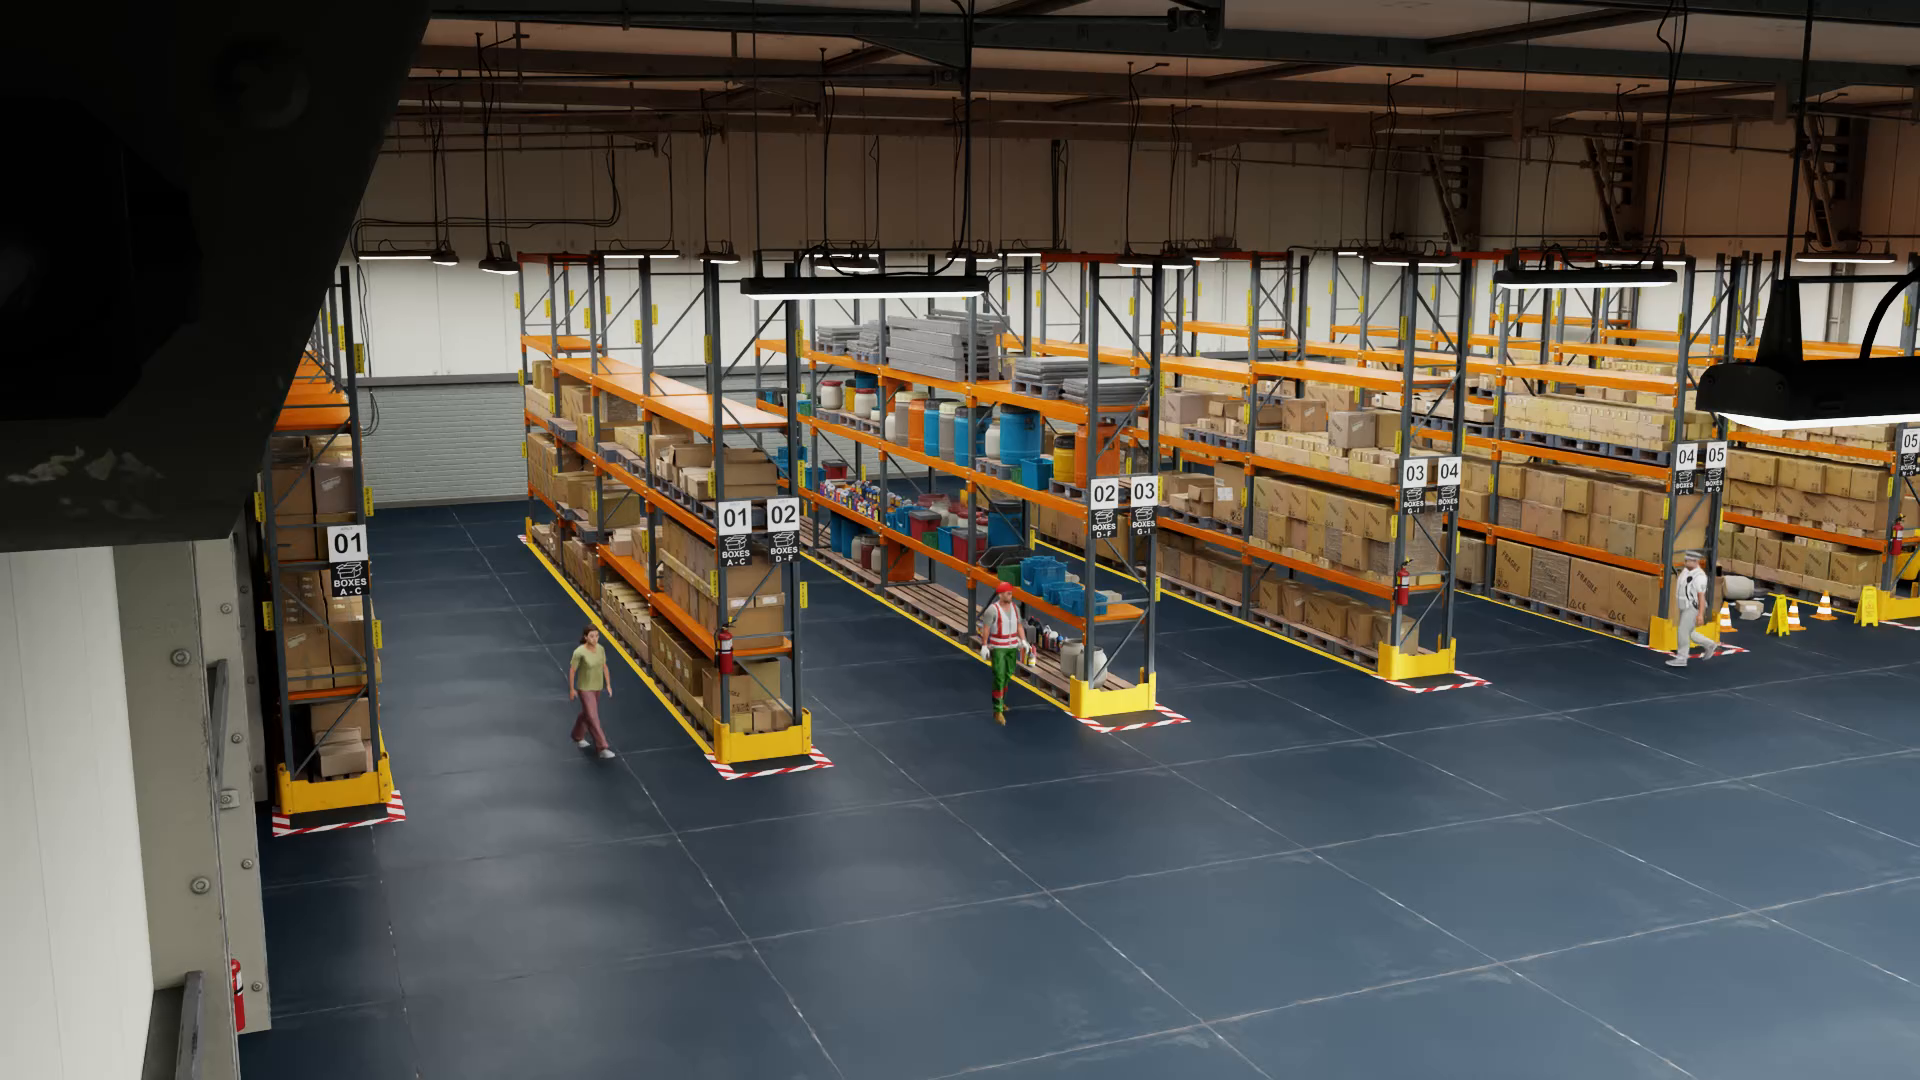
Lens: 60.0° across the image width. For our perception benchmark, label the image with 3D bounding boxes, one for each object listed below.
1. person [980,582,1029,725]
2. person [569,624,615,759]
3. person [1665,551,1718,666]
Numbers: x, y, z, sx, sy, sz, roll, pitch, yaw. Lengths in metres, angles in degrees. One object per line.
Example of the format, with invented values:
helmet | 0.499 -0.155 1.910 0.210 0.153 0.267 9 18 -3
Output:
person | 0.594 1.467 22.066 0.627 1.818 0.626 -8 13 -37
person | -4.490 1.826 20.419 1.042 1.611 0.473 7 13 35
person | 10.915 1.004 24.703 0.851 1.710 0.637 0 10 0
